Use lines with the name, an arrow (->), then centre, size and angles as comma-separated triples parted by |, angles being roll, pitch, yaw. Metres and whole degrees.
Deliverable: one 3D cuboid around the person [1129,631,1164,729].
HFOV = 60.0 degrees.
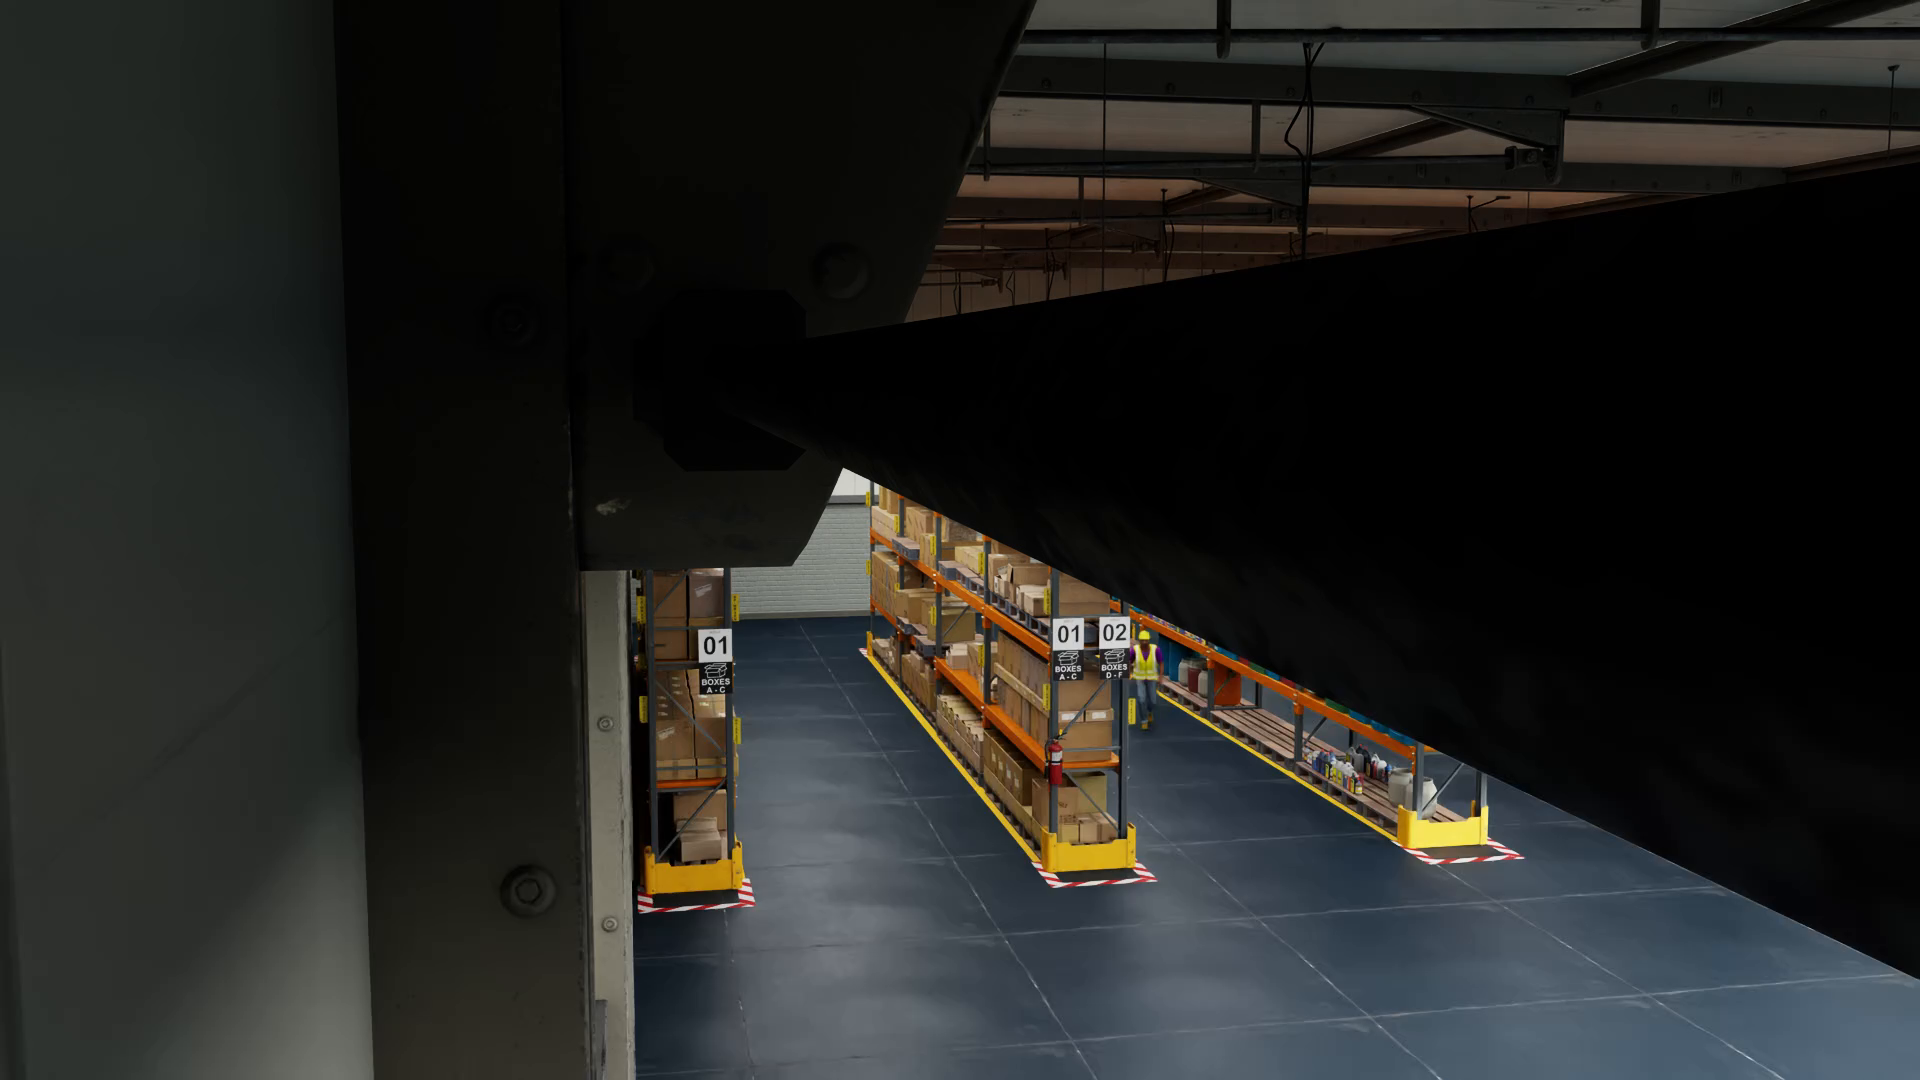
person -> 3.246, 2.426, 29.174 | 0.636, 1.740, 0.678 | 0, 6, 1
